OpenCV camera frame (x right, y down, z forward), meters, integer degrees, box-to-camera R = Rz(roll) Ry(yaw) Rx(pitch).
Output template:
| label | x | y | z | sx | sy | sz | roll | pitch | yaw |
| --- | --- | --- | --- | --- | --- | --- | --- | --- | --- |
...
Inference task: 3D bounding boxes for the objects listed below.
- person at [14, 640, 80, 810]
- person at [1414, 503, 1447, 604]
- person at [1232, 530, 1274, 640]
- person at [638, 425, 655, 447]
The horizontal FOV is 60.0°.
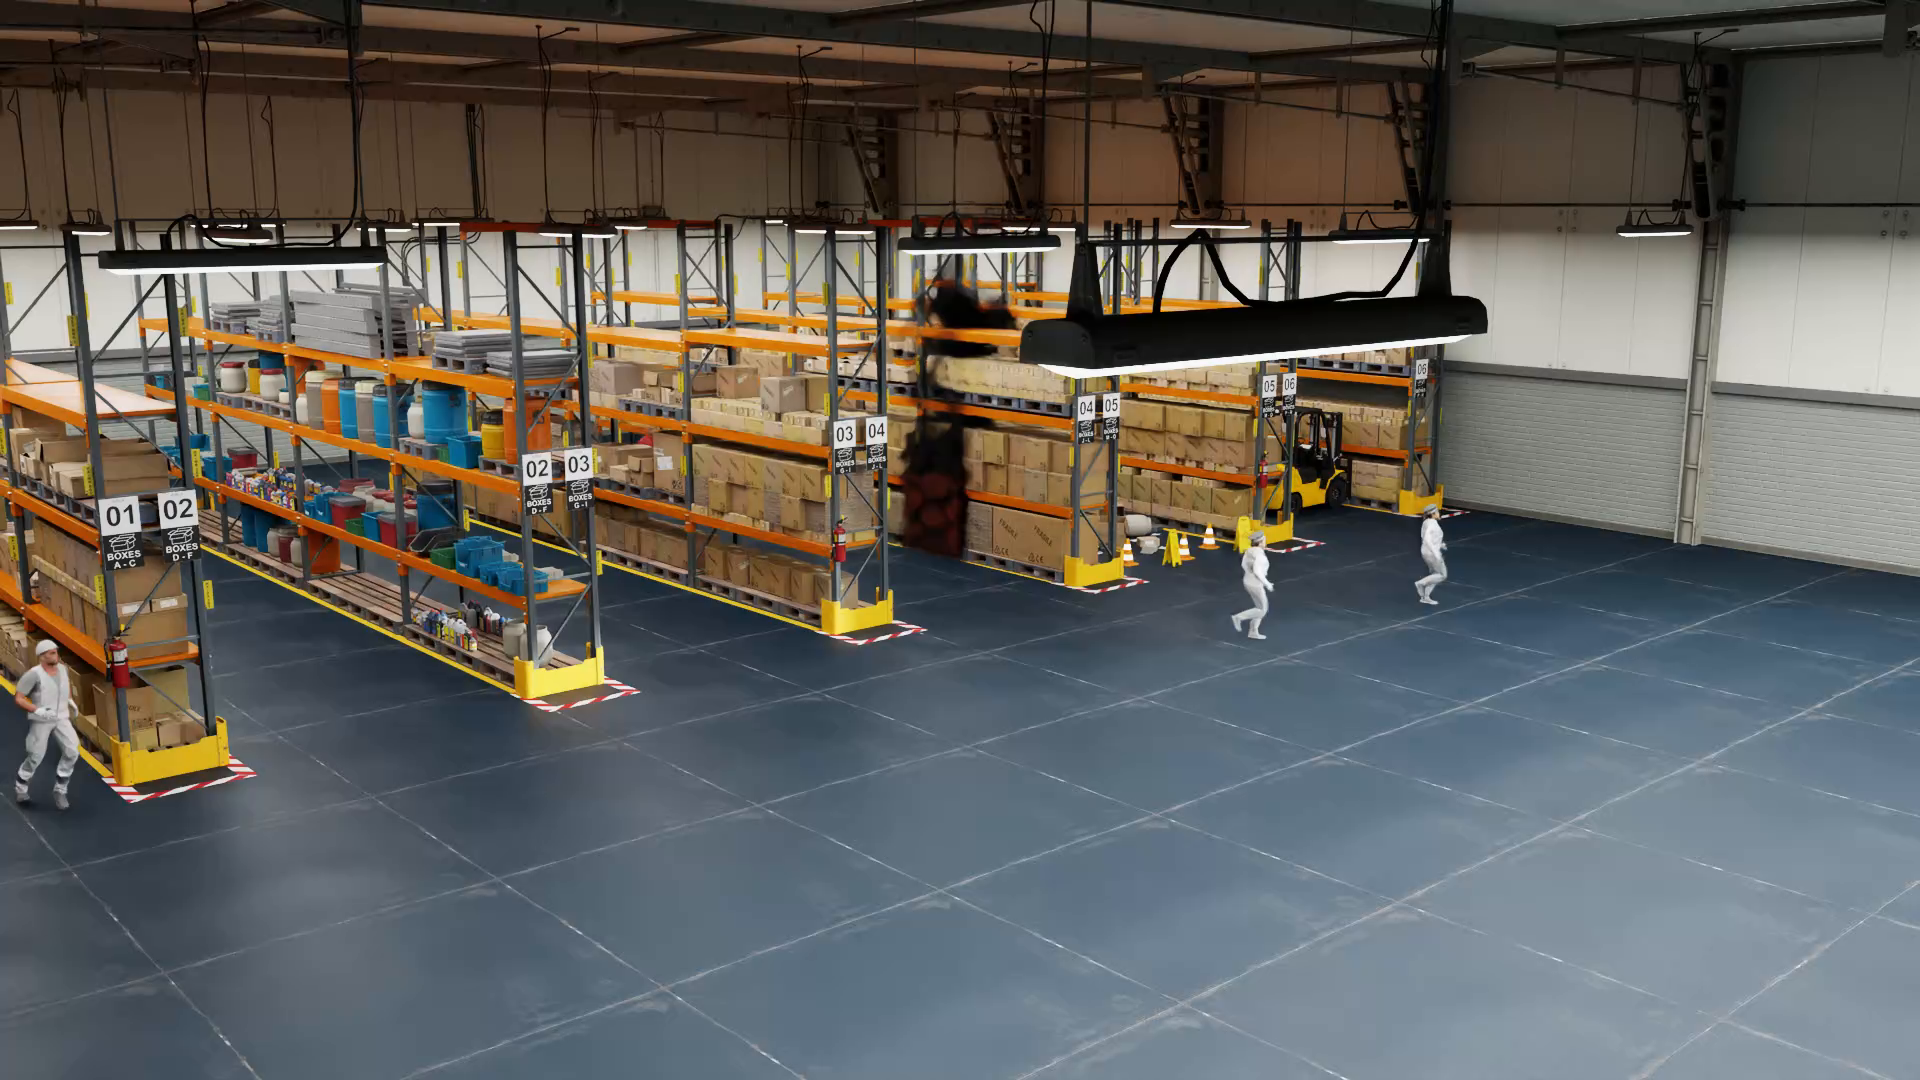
| label | x | y | z | sx | sy | sz | roll | pitch | yaw |
| --- | --- | --- | --- | --- | --- | --- | --- | --- | --- |
| person | -9.731 | 1.951 | 17.788 | 0.697 | 1.801 | 0.716 | 6 | 13 | 28 |
| person | 7.560 | 0.219 | 26.656 | 0.546 | 1.657 | 0.621 | 0 | 11 | 1 |
| person | 4.261 | 0.671 | 24.461 | 0.588 | 1.645 | 0.597 | -2 | 12 | -10 |
| person | -6.590 | -1.598 | 35.466 | 0.671 | 1.781 | 0.944 | -8 | 14 | -35 |
